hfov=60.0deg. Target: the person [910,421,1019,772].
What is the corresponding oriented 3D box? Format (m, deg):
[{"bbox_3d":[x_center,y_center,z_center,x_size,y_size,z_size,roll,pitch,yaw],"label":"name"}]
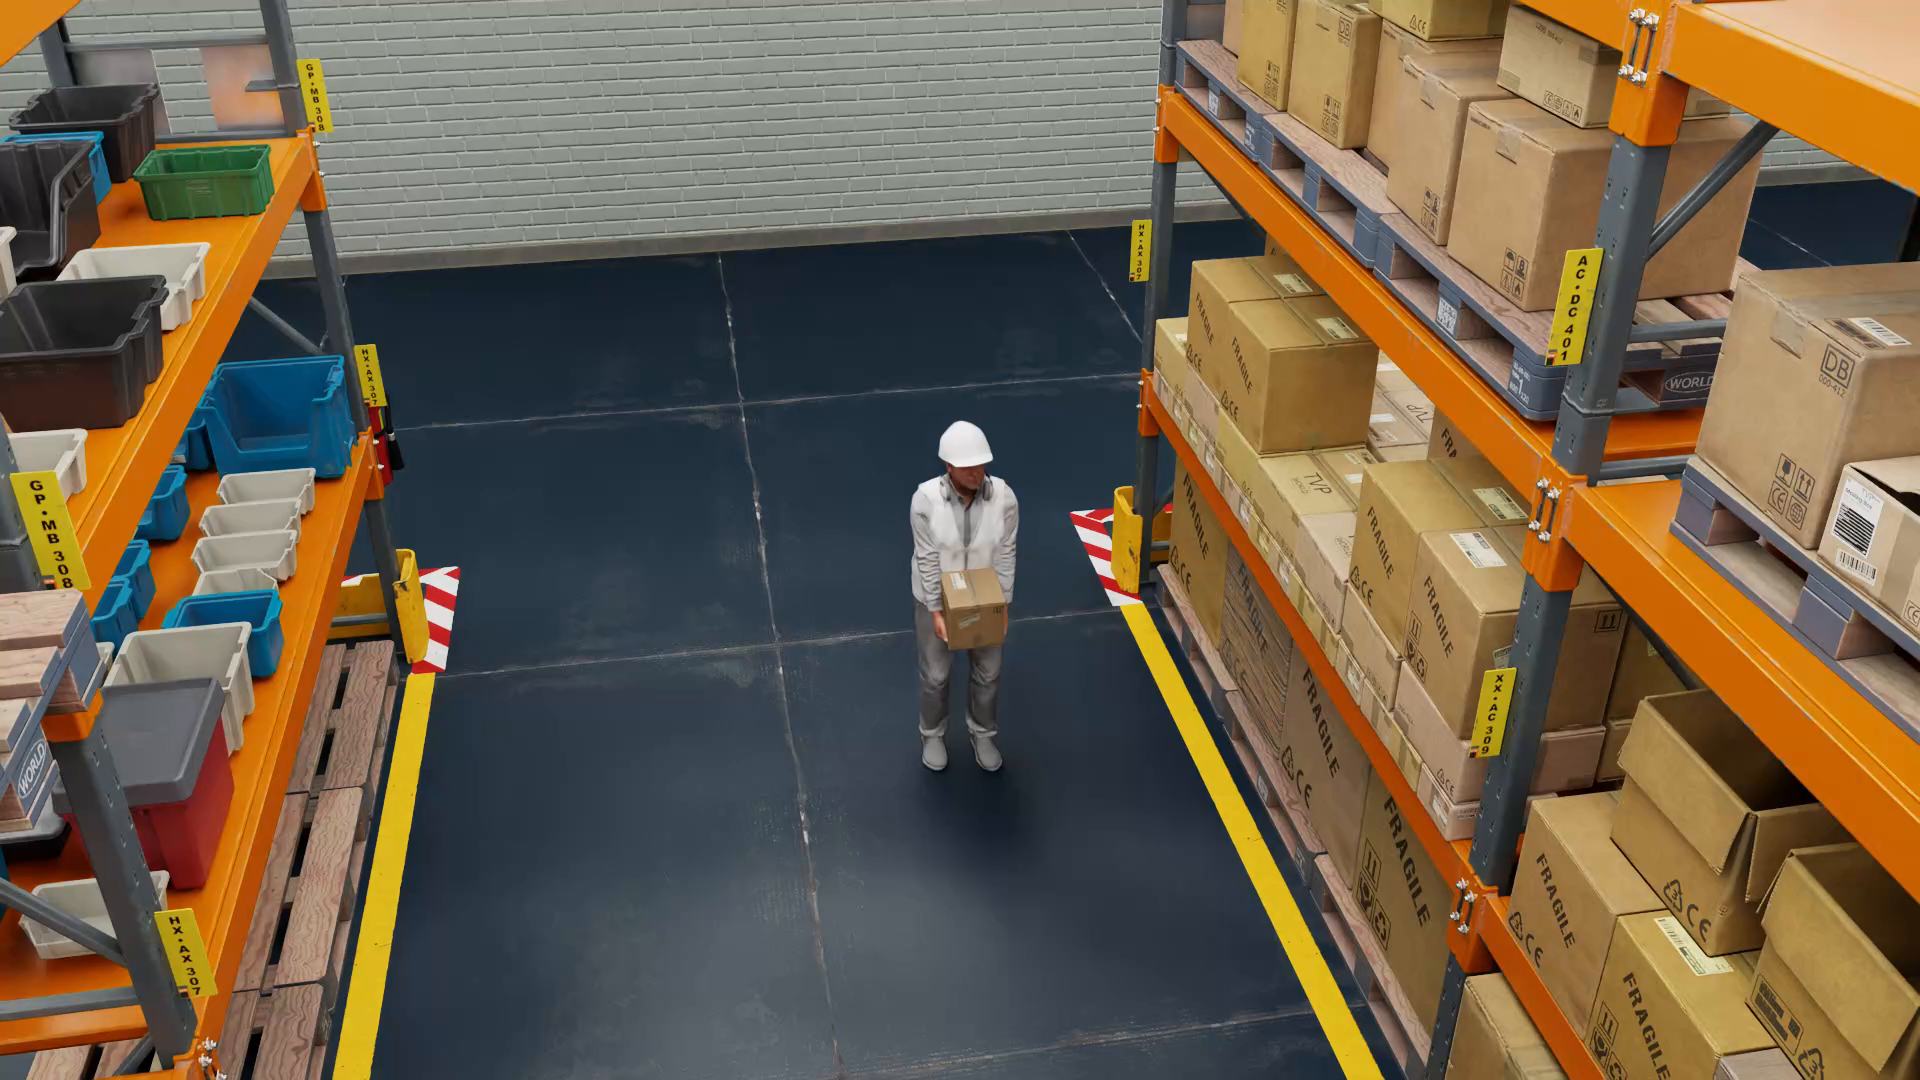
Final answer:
[{"bbox_3d":[0.031,0.291,7.624,0.494,1.772,0.557,-6,31,-10],"label":"person"}]
